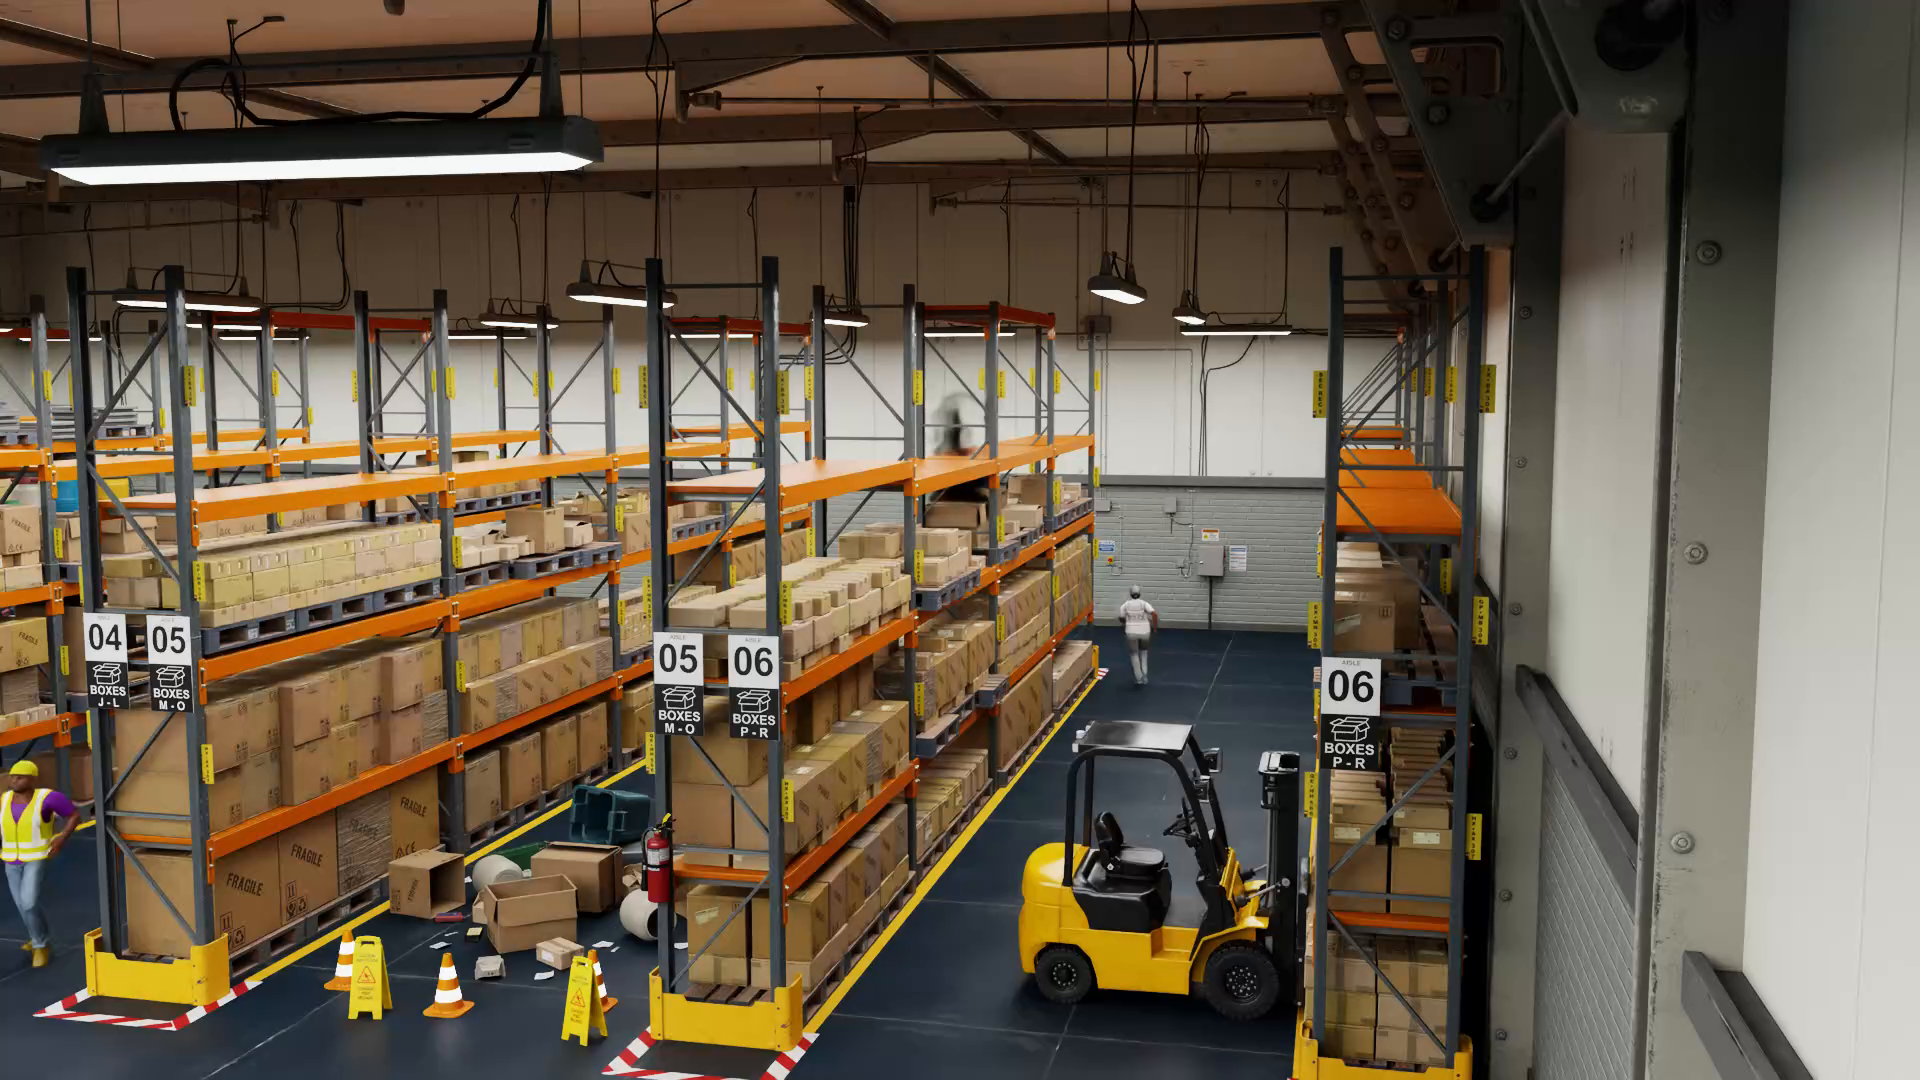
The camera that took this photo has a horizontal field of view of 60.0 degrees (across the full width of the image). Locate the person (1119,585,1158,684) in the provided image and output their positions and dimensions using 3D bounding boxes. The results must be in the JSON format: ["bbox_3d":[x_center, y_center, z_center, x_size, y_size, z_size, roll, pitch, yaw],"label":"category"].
[{"bbox_3d":[2.935,1.594,27.447,0.608,1.696,0.638,0,6,-3],"label":"person"}]

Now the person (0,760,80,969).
[{"bbox_3d":[-8.152,2.835,14.537,0.695,1.839,0.660,0,6,3],"label":"person"}]
